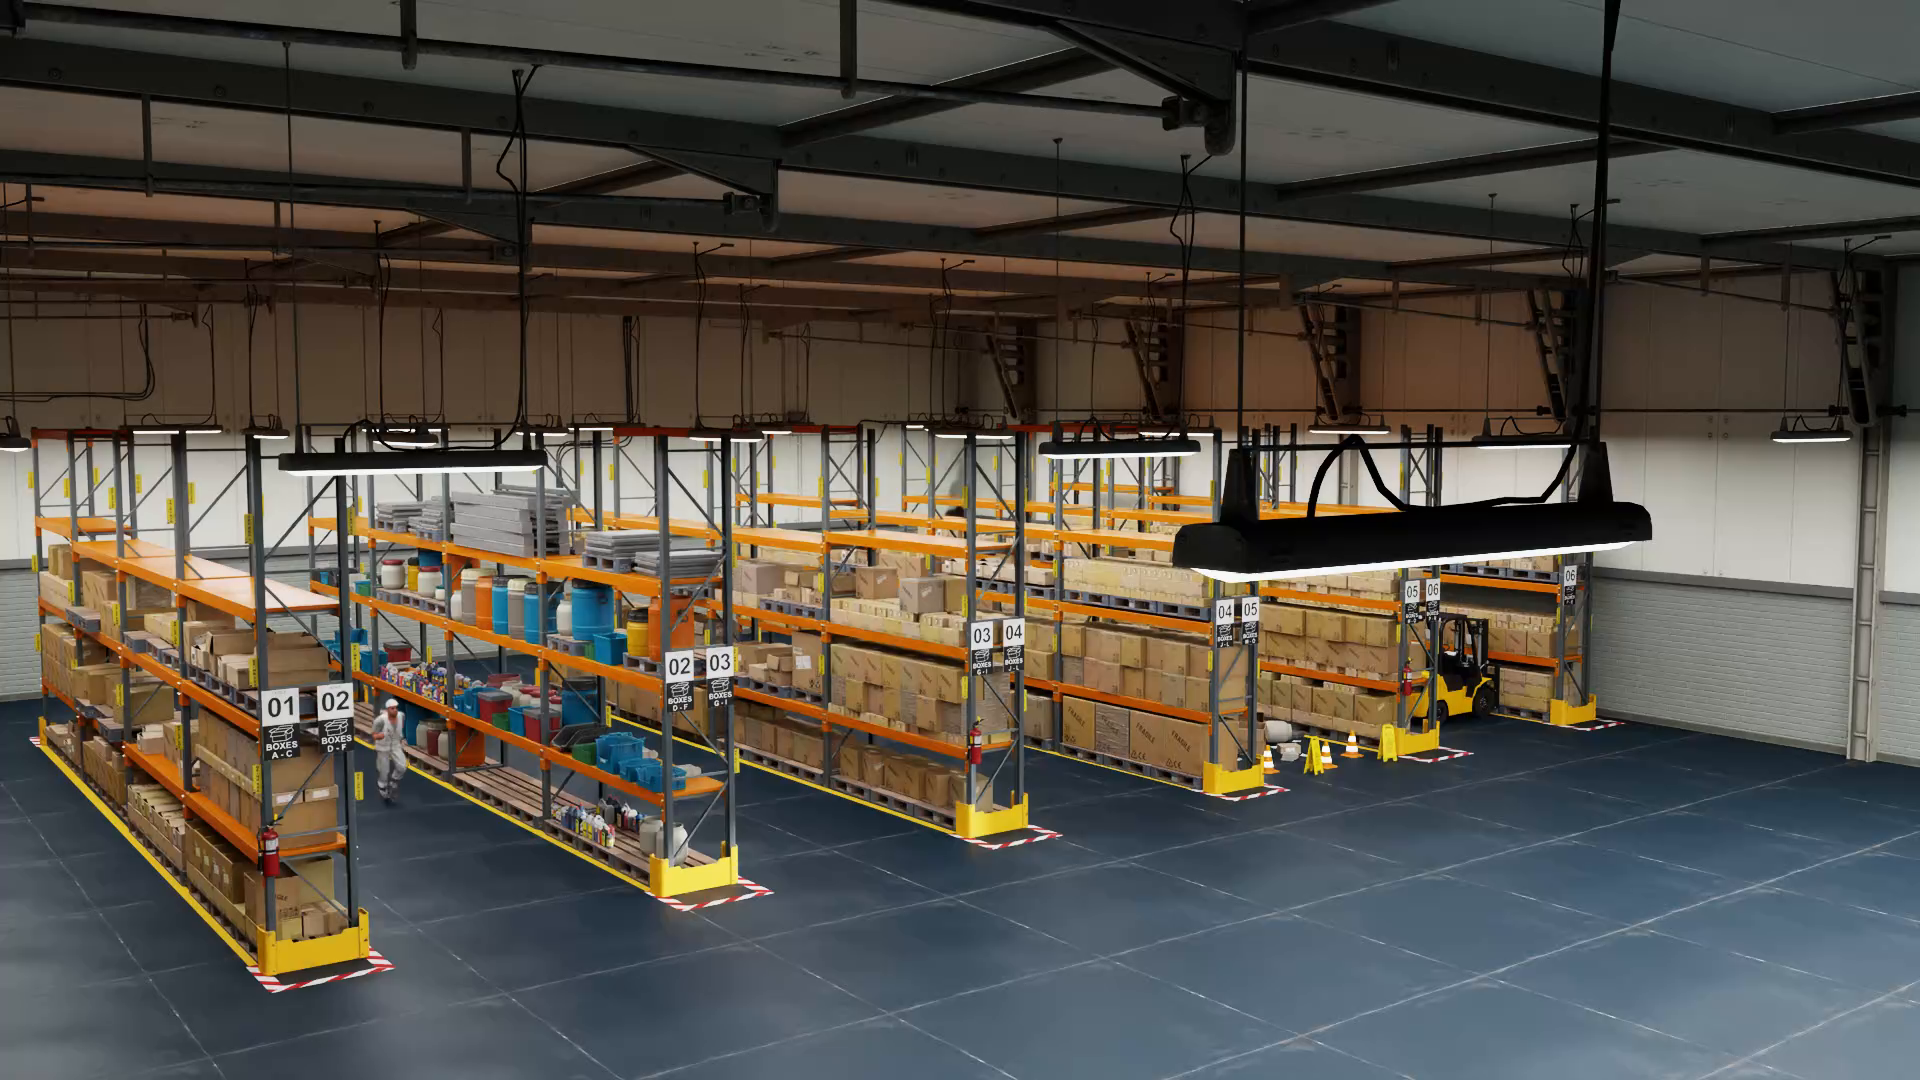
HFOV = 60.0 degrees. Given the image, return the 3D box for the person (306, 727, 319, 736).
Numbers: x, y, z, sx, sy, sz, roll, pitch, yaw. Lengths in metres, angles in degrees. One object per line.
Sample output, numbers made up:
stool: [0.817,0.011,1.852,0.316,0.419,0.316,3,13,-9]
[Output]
person: [-10.331,3.359,26.358,0.640,1.835,0.815,-4,6,-43]

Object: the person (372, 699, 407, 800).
person: [-9.111,3.361,26.605,0.632,1.698,0.862,-4,6,-38]
